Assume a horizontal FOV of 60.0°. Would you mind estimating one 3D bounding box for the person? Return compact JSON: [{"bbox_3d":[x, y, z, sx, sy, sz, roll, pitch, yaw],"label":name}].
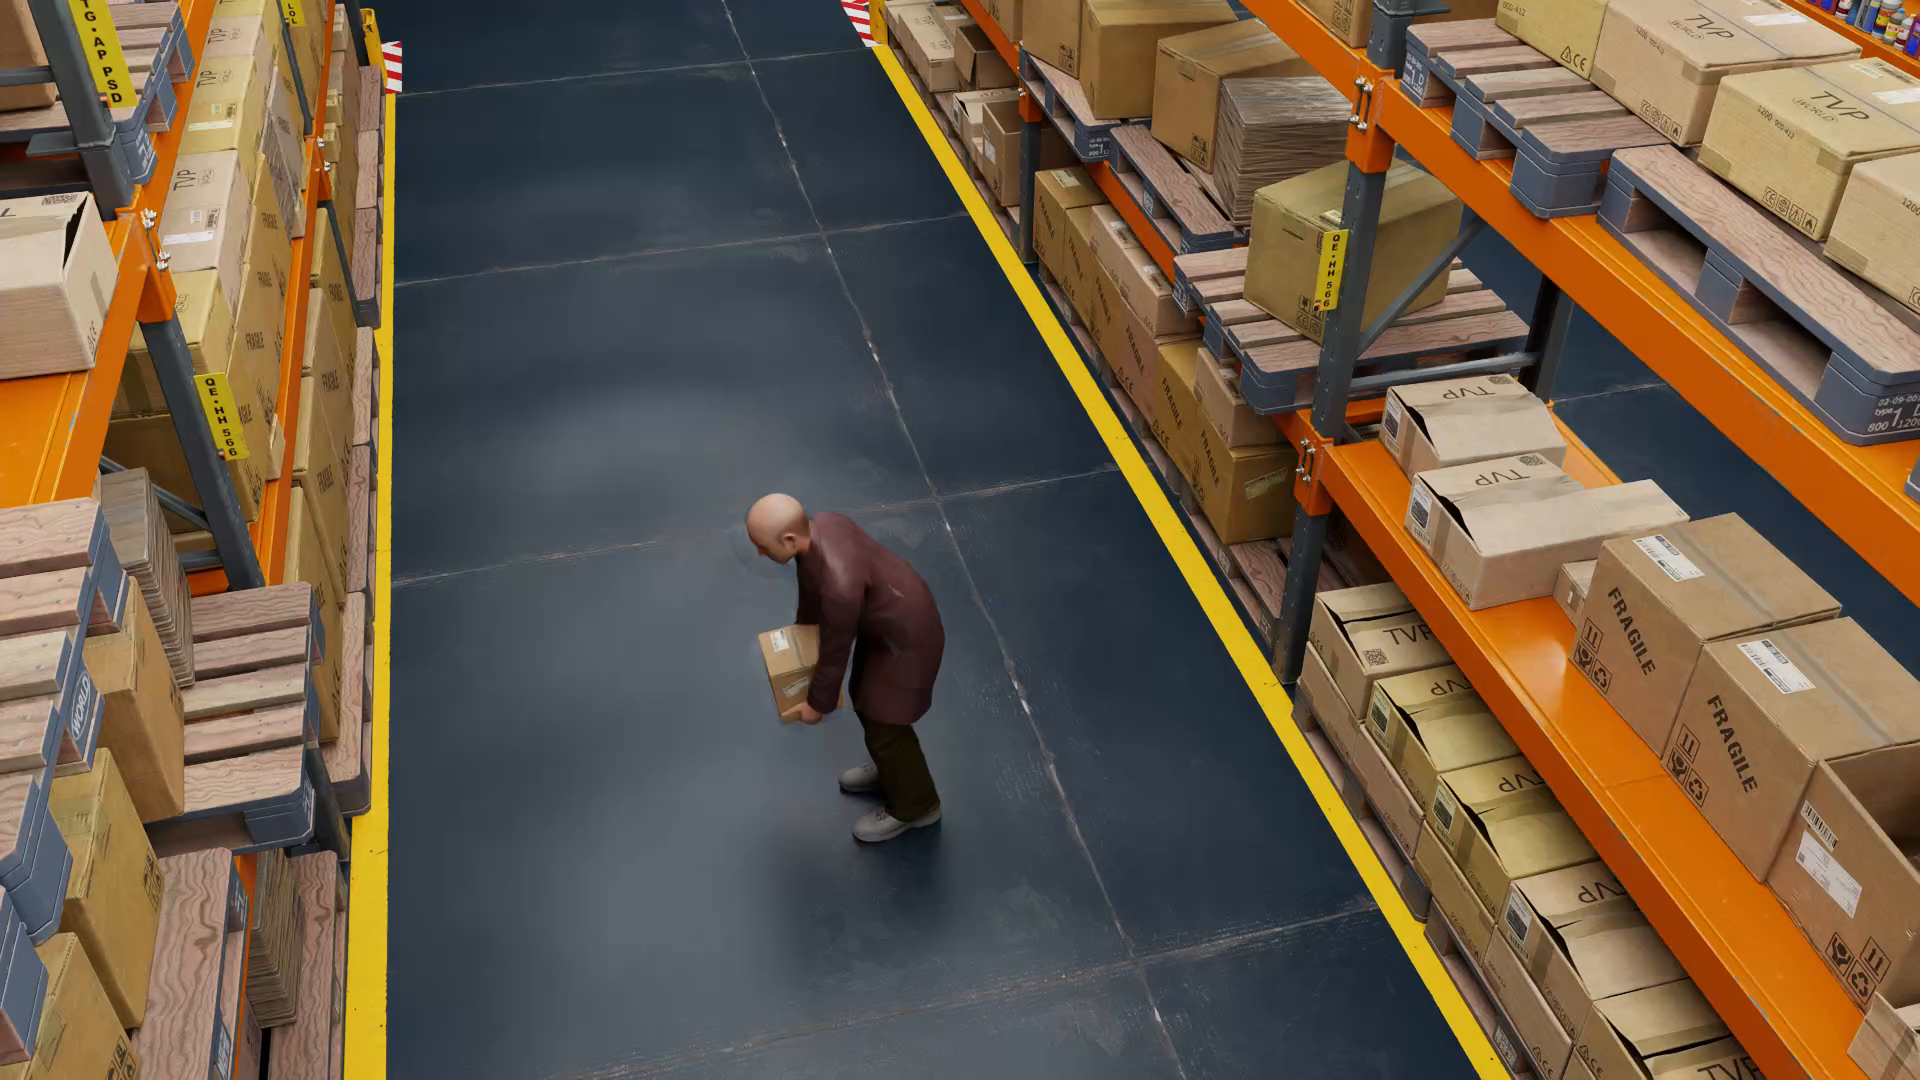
[{"bbox_3d":[-0.408,0.449,6.270,0.697,1.632,0.544,-10,39,-13],"label":"person"}]
